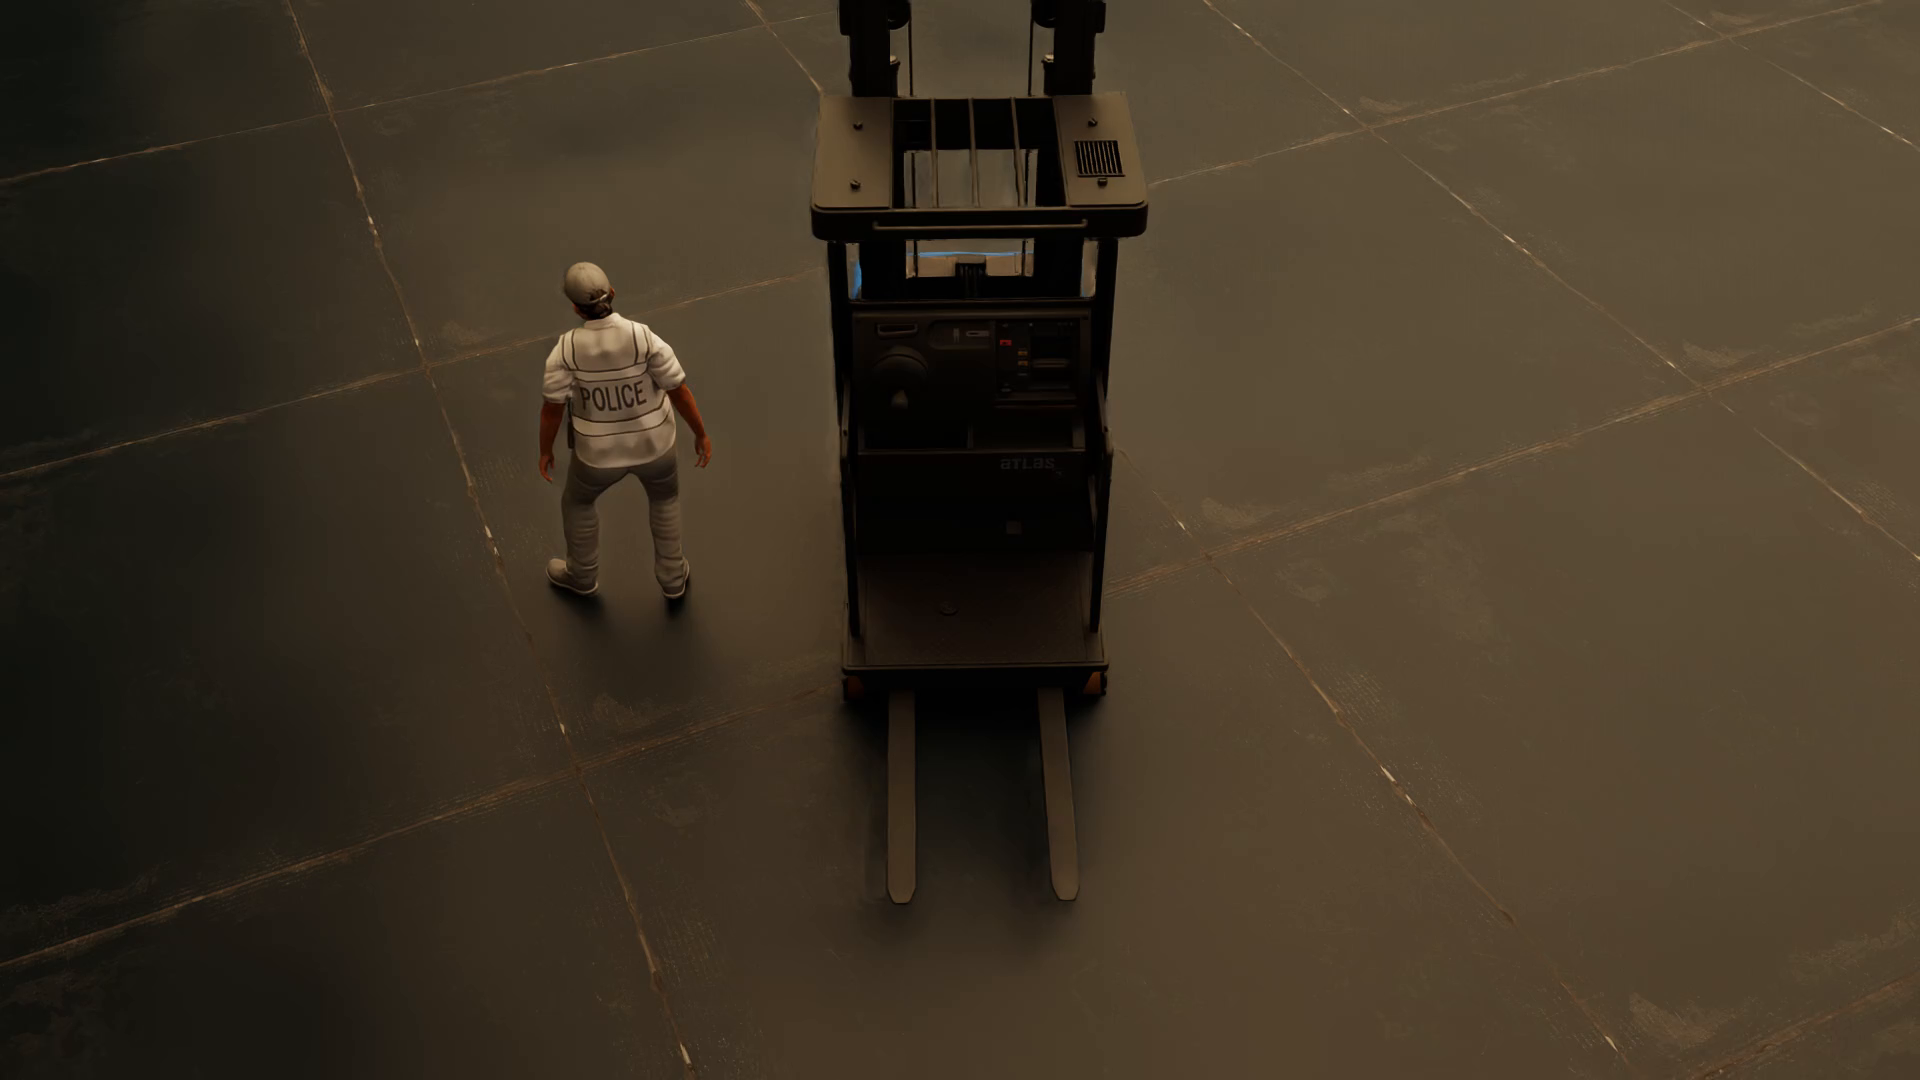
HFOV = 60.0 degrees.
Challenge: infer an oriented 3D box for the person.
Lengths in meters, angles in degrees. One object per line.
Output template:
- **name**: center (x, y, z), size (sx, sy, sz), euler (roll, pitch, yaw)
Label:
- **person**: center (-1.474, -0.432, 7.047), size (0.809, 1.635, 0.470), euler (-9, 44, -9)

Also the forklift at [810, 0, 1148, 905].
- **forklift**: center (0.053, -0.617, 6.341), size (1.130, 2.935, 3.031), euler (-1, 43, -1)
